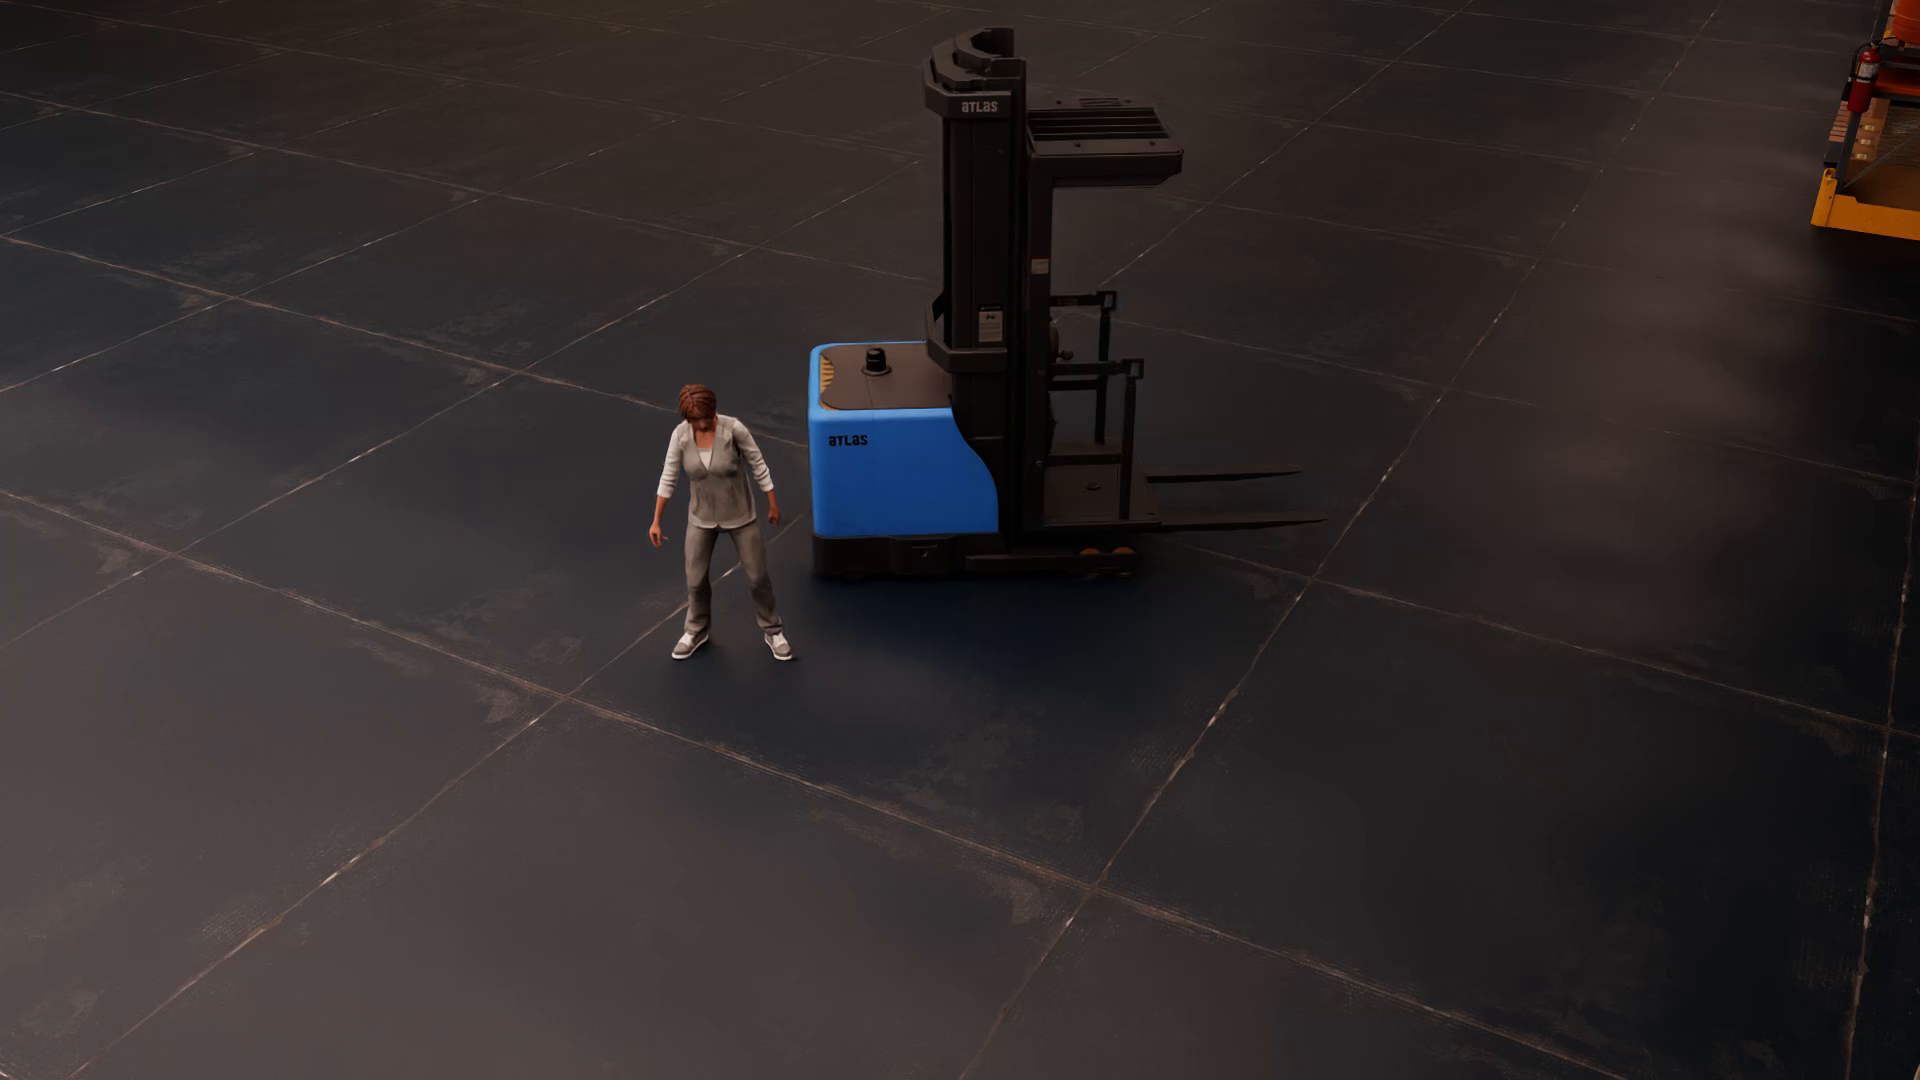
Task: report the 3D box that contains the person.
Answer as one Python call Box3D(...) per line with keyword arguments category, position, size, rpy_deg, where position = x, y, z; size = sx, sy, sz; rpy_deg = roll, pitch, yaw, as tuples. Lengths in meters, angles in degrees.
Box3D(category="person", position=(-1.243, -0.095, 8.605), size=(0.696, 1.571, 0.314), rpy_deg=(1, 30, 1))

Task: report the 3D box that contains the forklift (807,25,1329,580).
Box3D(category="forklift", position=(0.635, -1.317, 9.353), size=(3.031, 2.935, 1.130), rpy_deg=(-2, 30, -3))
